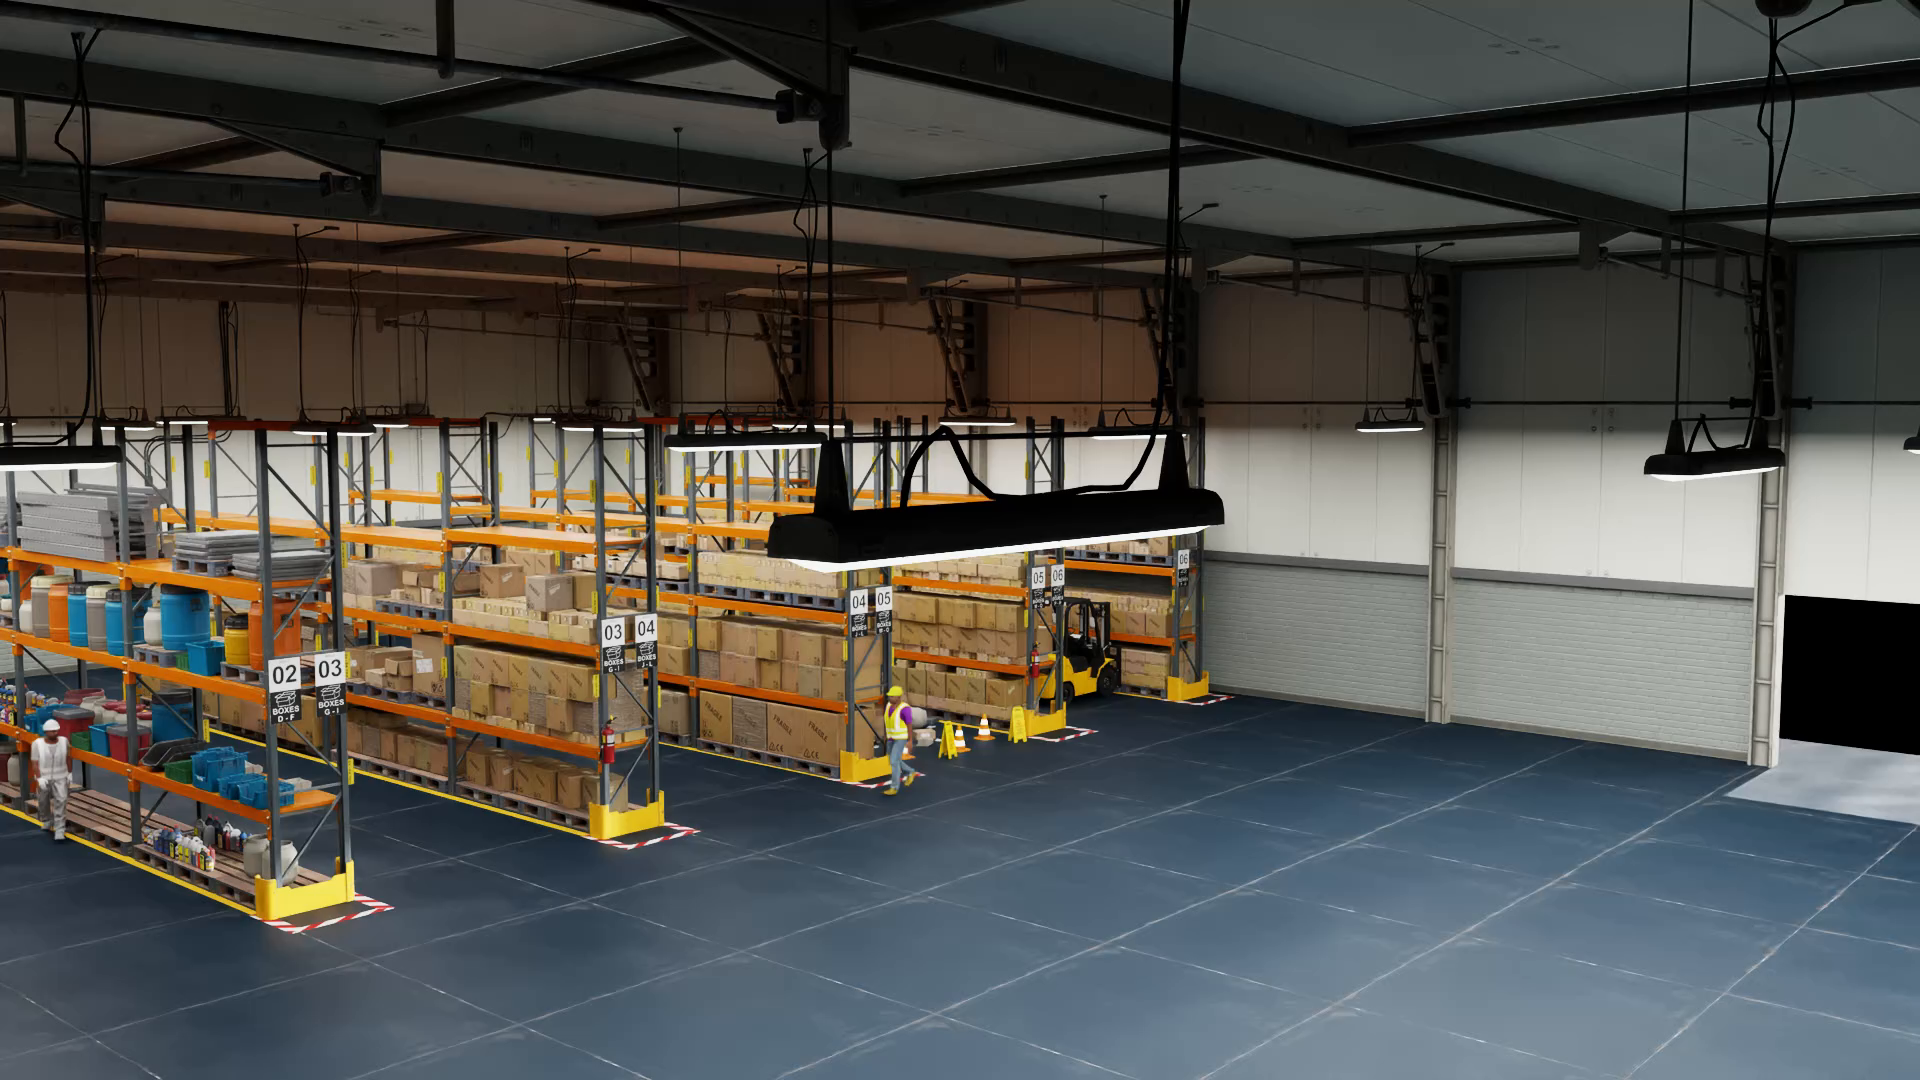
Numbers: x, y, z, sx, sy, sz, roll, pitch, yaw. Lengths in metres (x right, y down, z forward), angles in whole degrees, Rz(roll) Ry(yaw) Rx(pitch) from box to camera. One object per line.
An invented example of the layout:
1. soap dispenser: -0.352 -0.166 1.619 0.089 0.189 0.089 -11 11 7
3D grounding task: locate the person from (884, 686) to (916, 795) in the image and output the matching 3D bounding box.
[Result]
1. person: -0.981 3.221 26.994 0.809 1.751 0.653 -4 6 -39

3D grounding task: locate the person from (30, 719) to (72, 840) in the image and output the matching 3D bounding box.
1. person: -13.190 3.461 24.178 0.547 1.714 1.089 -3 6 -32
